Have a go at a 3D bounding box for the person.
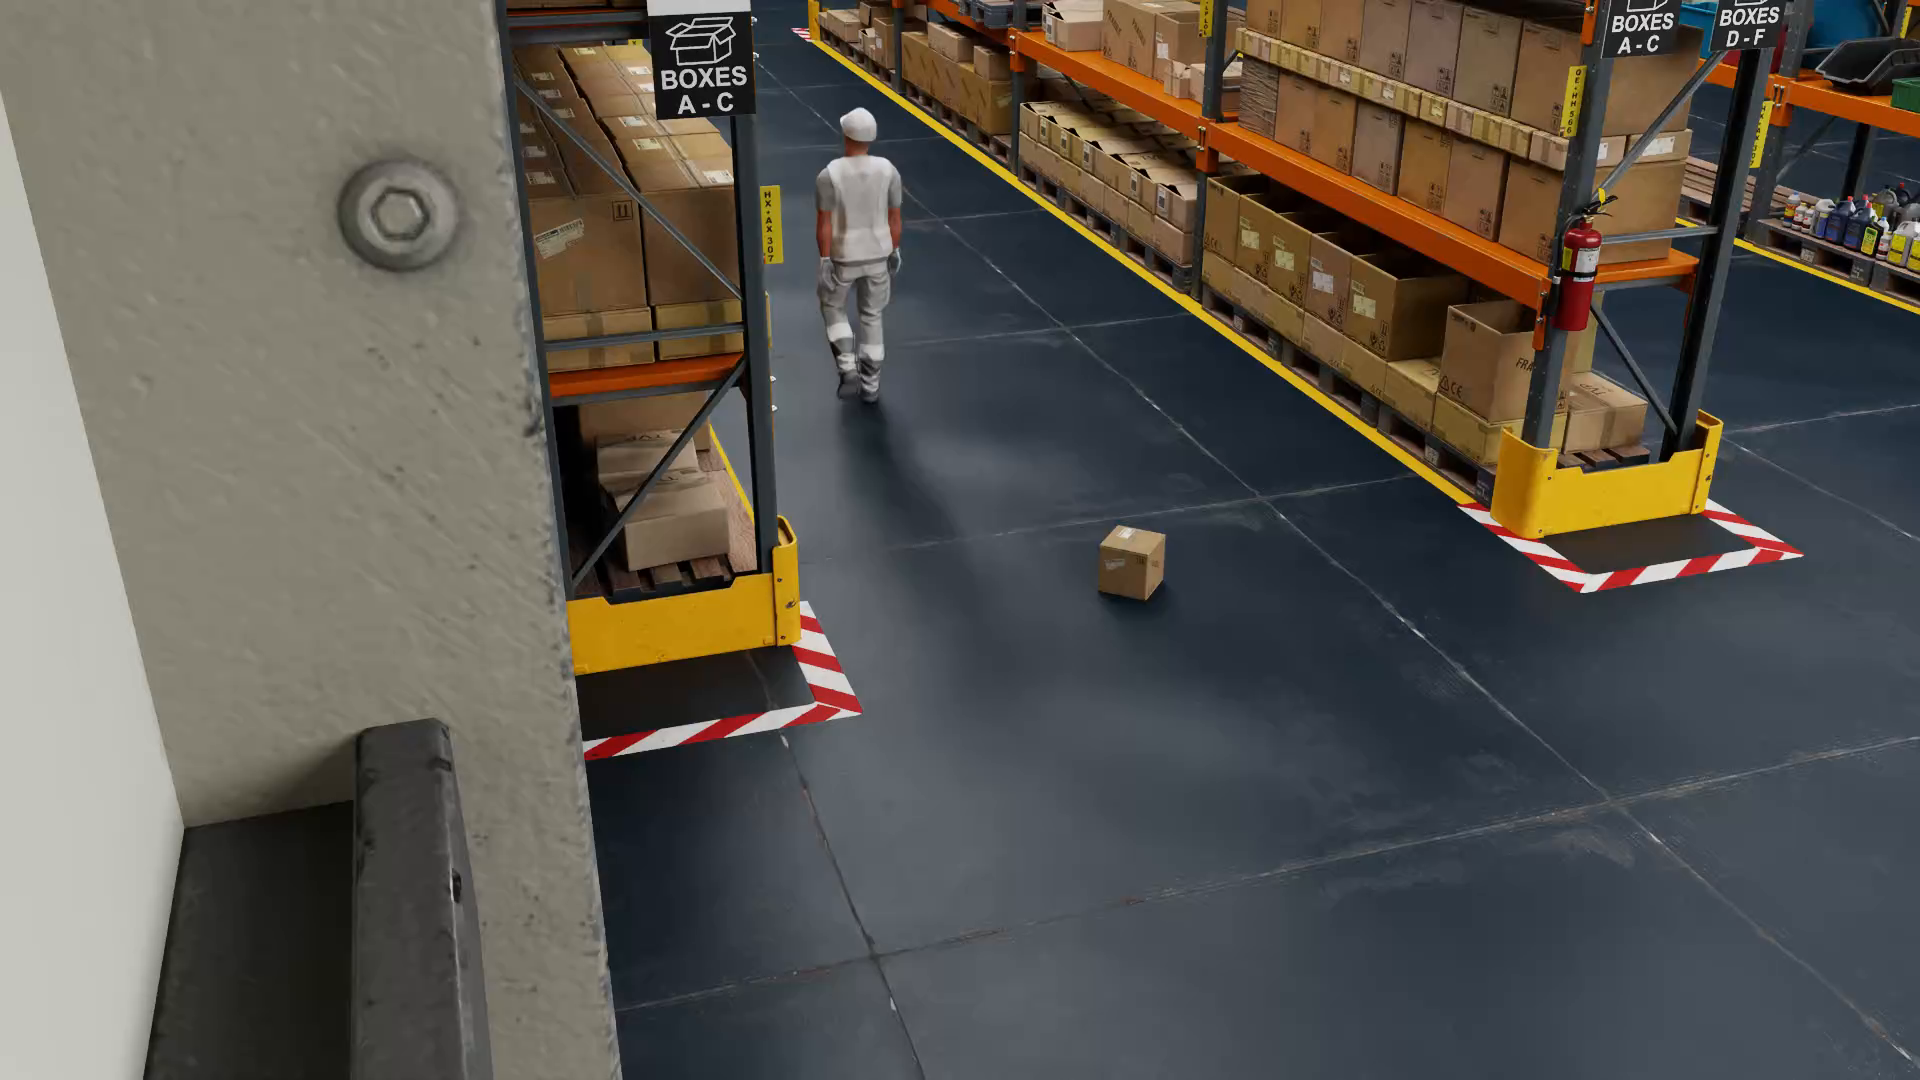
[{"bbox_3d":[-0.614,-1.709,10.025,0.535,1.794,0.452,-6,27,-12],"label":"person"}]
